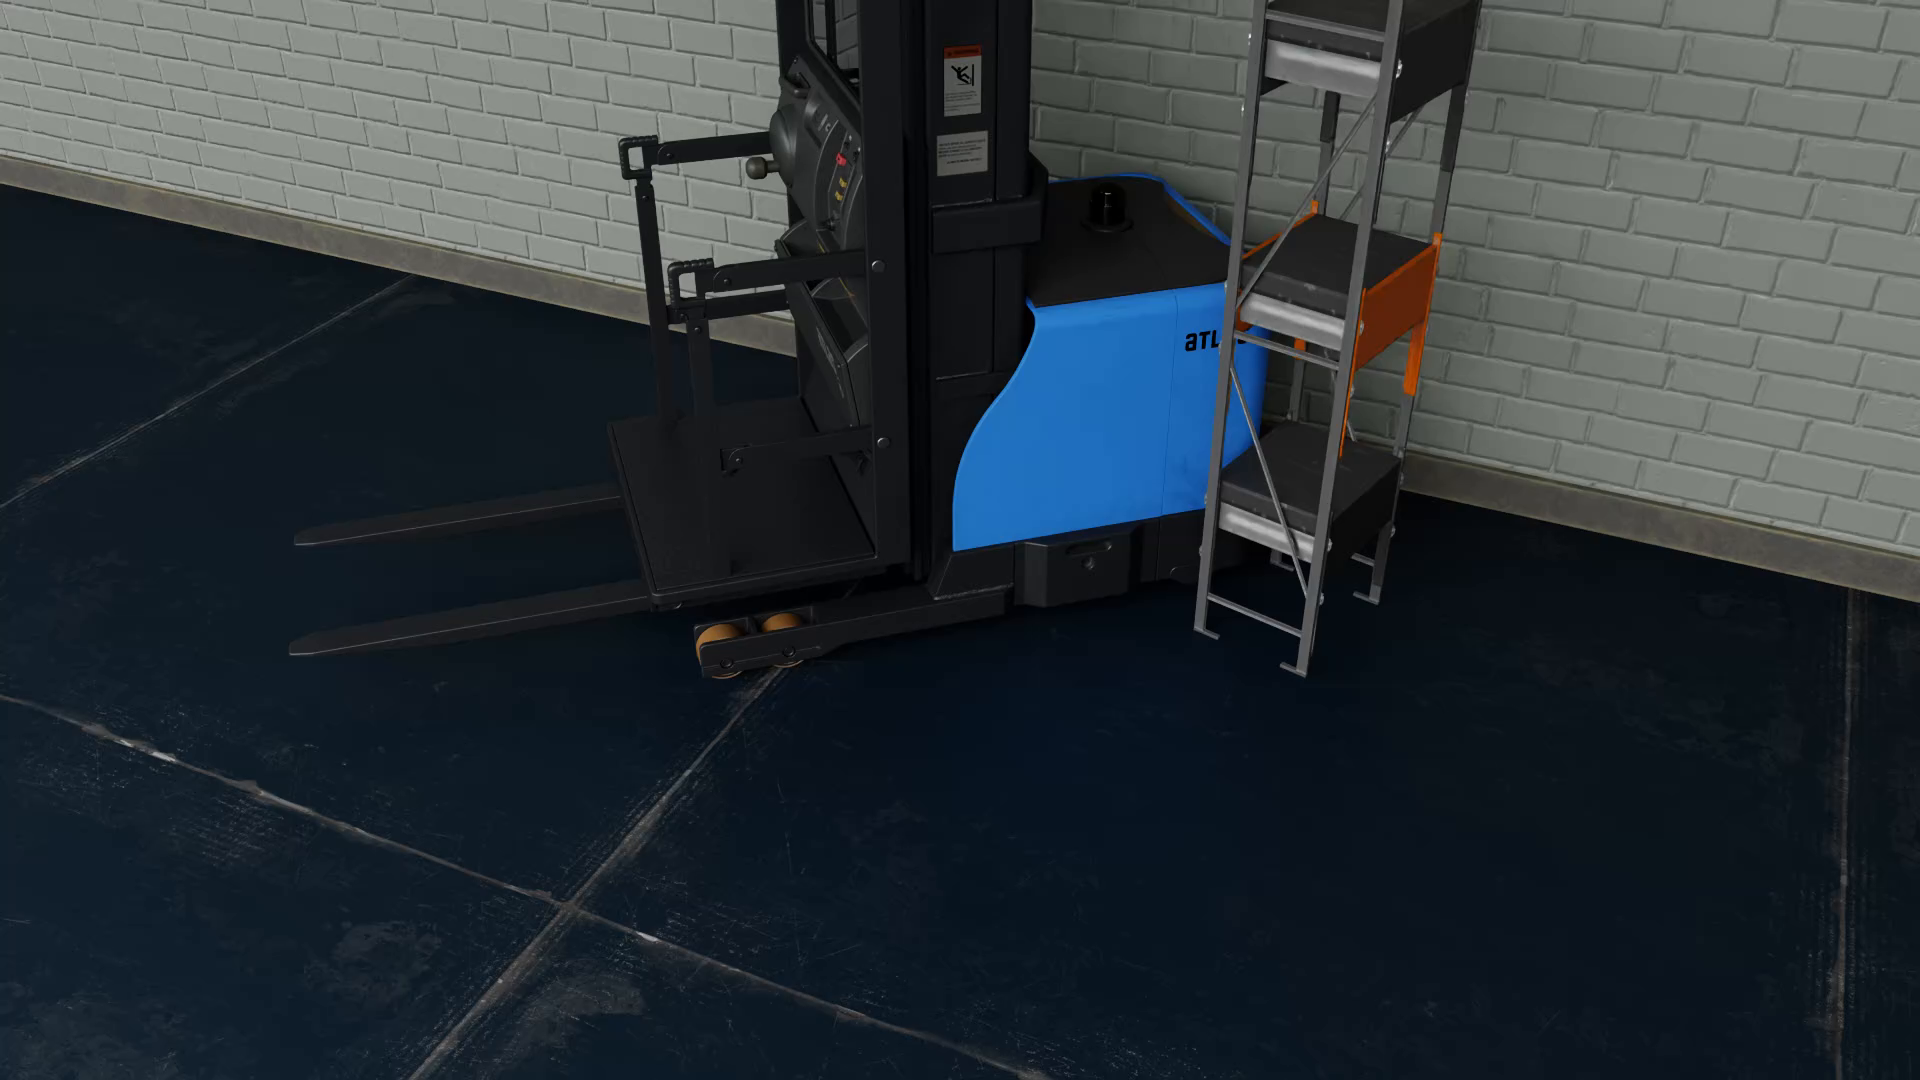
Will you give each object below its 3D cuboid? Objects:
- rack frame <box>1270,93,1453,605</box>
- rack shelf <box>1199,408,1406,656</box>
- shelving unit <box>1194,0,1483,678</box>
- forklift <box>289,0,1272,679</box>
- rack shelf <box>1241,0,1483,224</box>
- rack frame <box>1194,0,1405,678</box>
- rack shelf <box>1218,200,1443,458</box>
[{"bbox_3d":[1.211,-0.736,4.958,0.400,2.100,0.015,23,40,31],"label":"rack frame"},{"bbox_3d":[1.060,-0.034,5.189,0.431,0.518,0.480,23,40,31],"label":"rack shelf"},{"bbox_3d":[1.060,-0.631,4.798,0.431,2.100,0.503,23,40,31],"label":"shelving unit"},{"bbox_3d":[-0.602,-1.124,4.791,3.031,2.935,1.130,-10,34,-14],"label":"forklift"},{"bbox_3d":[1.060,-1.205,4.421,0.431,0.518,0.480,23,40,31],"label":"rack shelf"},{"bbox_3d":[0.908,-0.526,4.637,0.400,2.100,0.015,23,40,31],"label":"rack frame"},{"bbox_3d":[1.060,-0.620,4.805,0.431,0.518,0.480,23,40,31],"label":"rack shelf"}]
